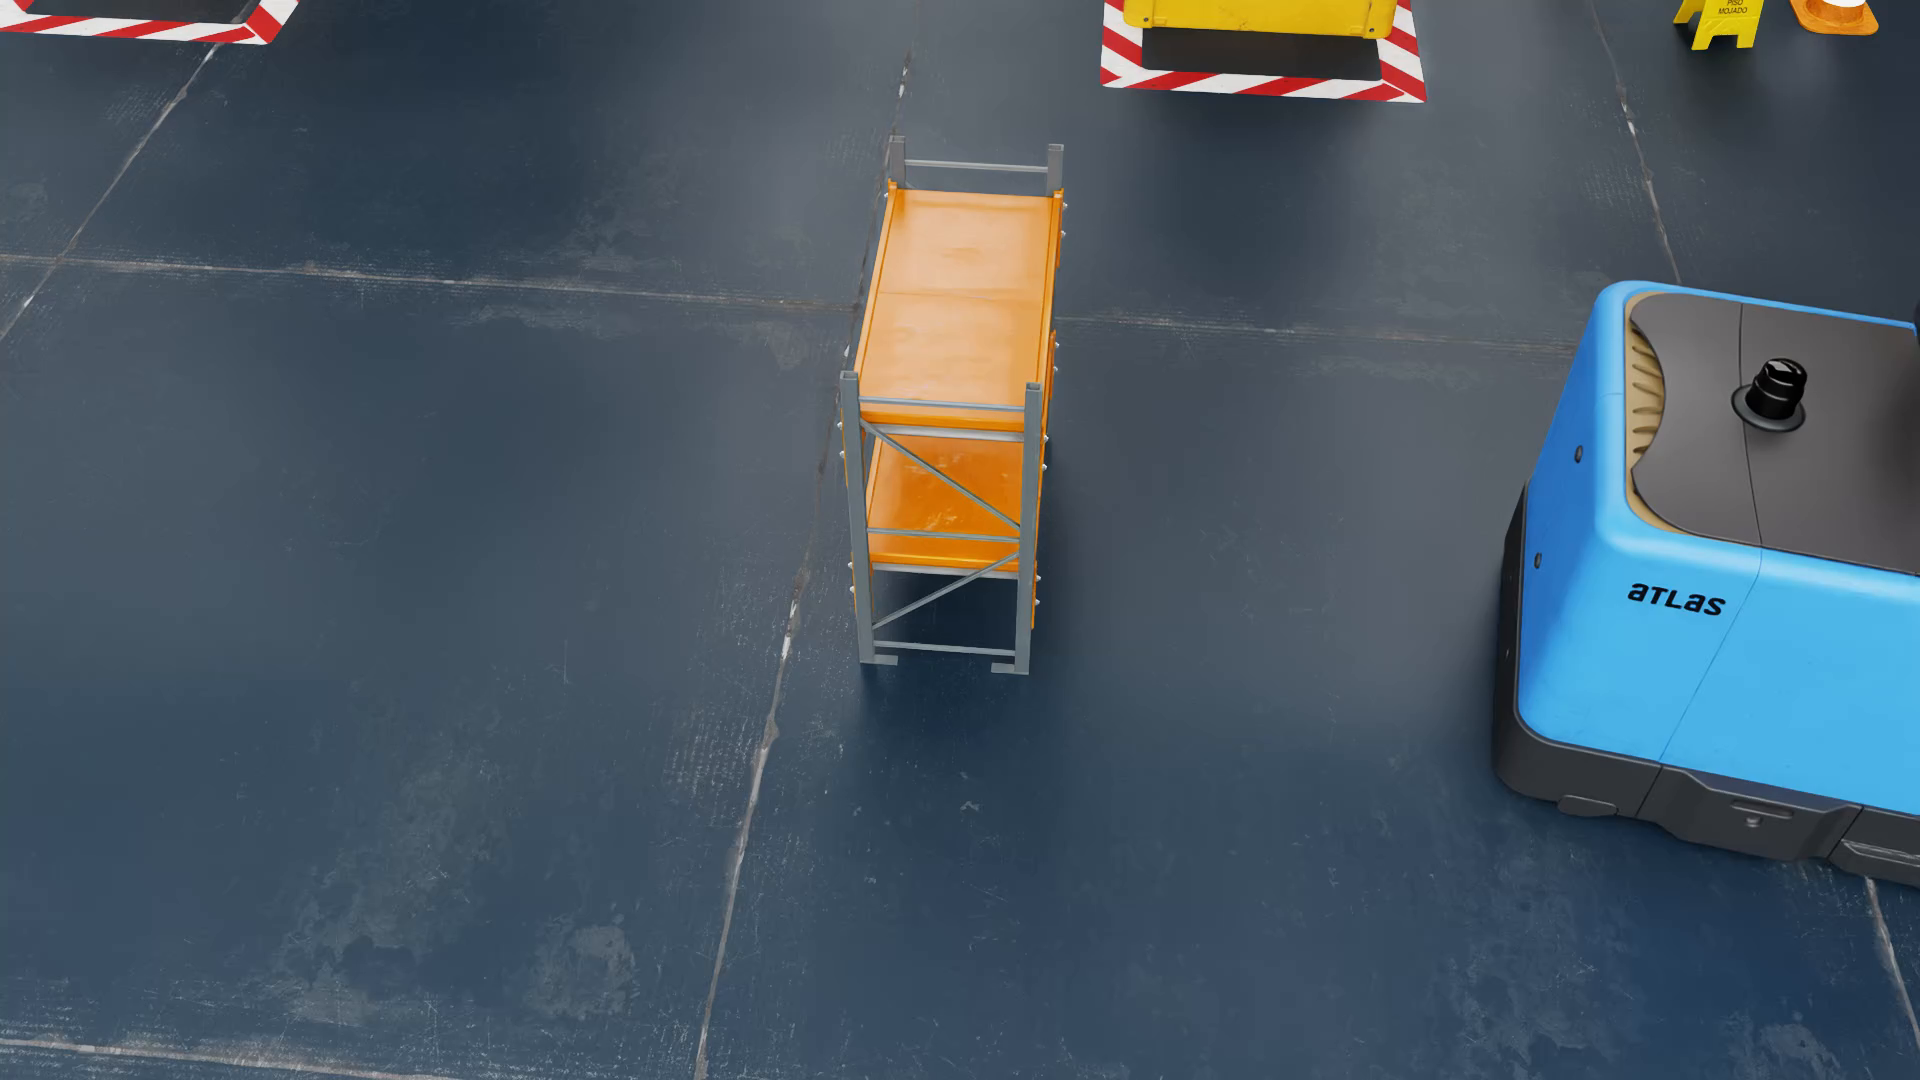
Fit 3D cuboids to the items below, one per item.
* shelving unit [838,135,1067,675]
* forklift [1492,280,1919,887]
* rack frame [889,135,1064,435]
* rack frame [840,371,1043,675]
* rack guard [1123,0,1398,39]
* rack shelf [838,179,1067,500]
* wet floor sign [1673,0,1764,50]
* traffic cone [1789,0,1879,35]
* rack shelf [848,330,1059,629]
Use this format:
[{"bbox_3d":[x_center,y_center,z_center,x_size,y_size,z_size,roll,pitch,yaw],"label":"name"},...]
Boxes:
[{"bbox_3d":[0.001,-0.385,4.839,0.538,1.125,1.048,4,48,4],"label":"shelving unit"},{"bbox_3d":[3.044,-0.352,3.586,3.031,2.935,1.130,11,49,10],"label":"forklift"},{"bbox_3d":[0.047,-0.758,5.181,0.500,1.125,0.032,4,48,4],"label":"rack frame"},{"bbox_3d":[-0.046,-0.011,4.498,0.500,1.125,0.032,4,48,4],"label":"rack frame"},{"bbox_3d":[1.316,-2.514,7.211,1.175,0.500,0.348,4,48,4],"label":"rack guard"},{"bbox_3d":[0.001,-0.582,4.623,0.538,0.278,1.000,4,48,4],"label":"rack shelf"},{"bbox_3d":[3.287,-2.426,7.032,0.267,0.644,0.232,-4,48,-3],"label":"wet floor sign"},{"bbox_3d":[3.875,-2.488,7.212,0.336,0.463,0.334,4,48,4],"label":"traffic cone"},{"bbox_3d":[0.001,-0.220,5.020,0.538,0.278,1.000,4,48,4],"label":"rack shelf"}]
